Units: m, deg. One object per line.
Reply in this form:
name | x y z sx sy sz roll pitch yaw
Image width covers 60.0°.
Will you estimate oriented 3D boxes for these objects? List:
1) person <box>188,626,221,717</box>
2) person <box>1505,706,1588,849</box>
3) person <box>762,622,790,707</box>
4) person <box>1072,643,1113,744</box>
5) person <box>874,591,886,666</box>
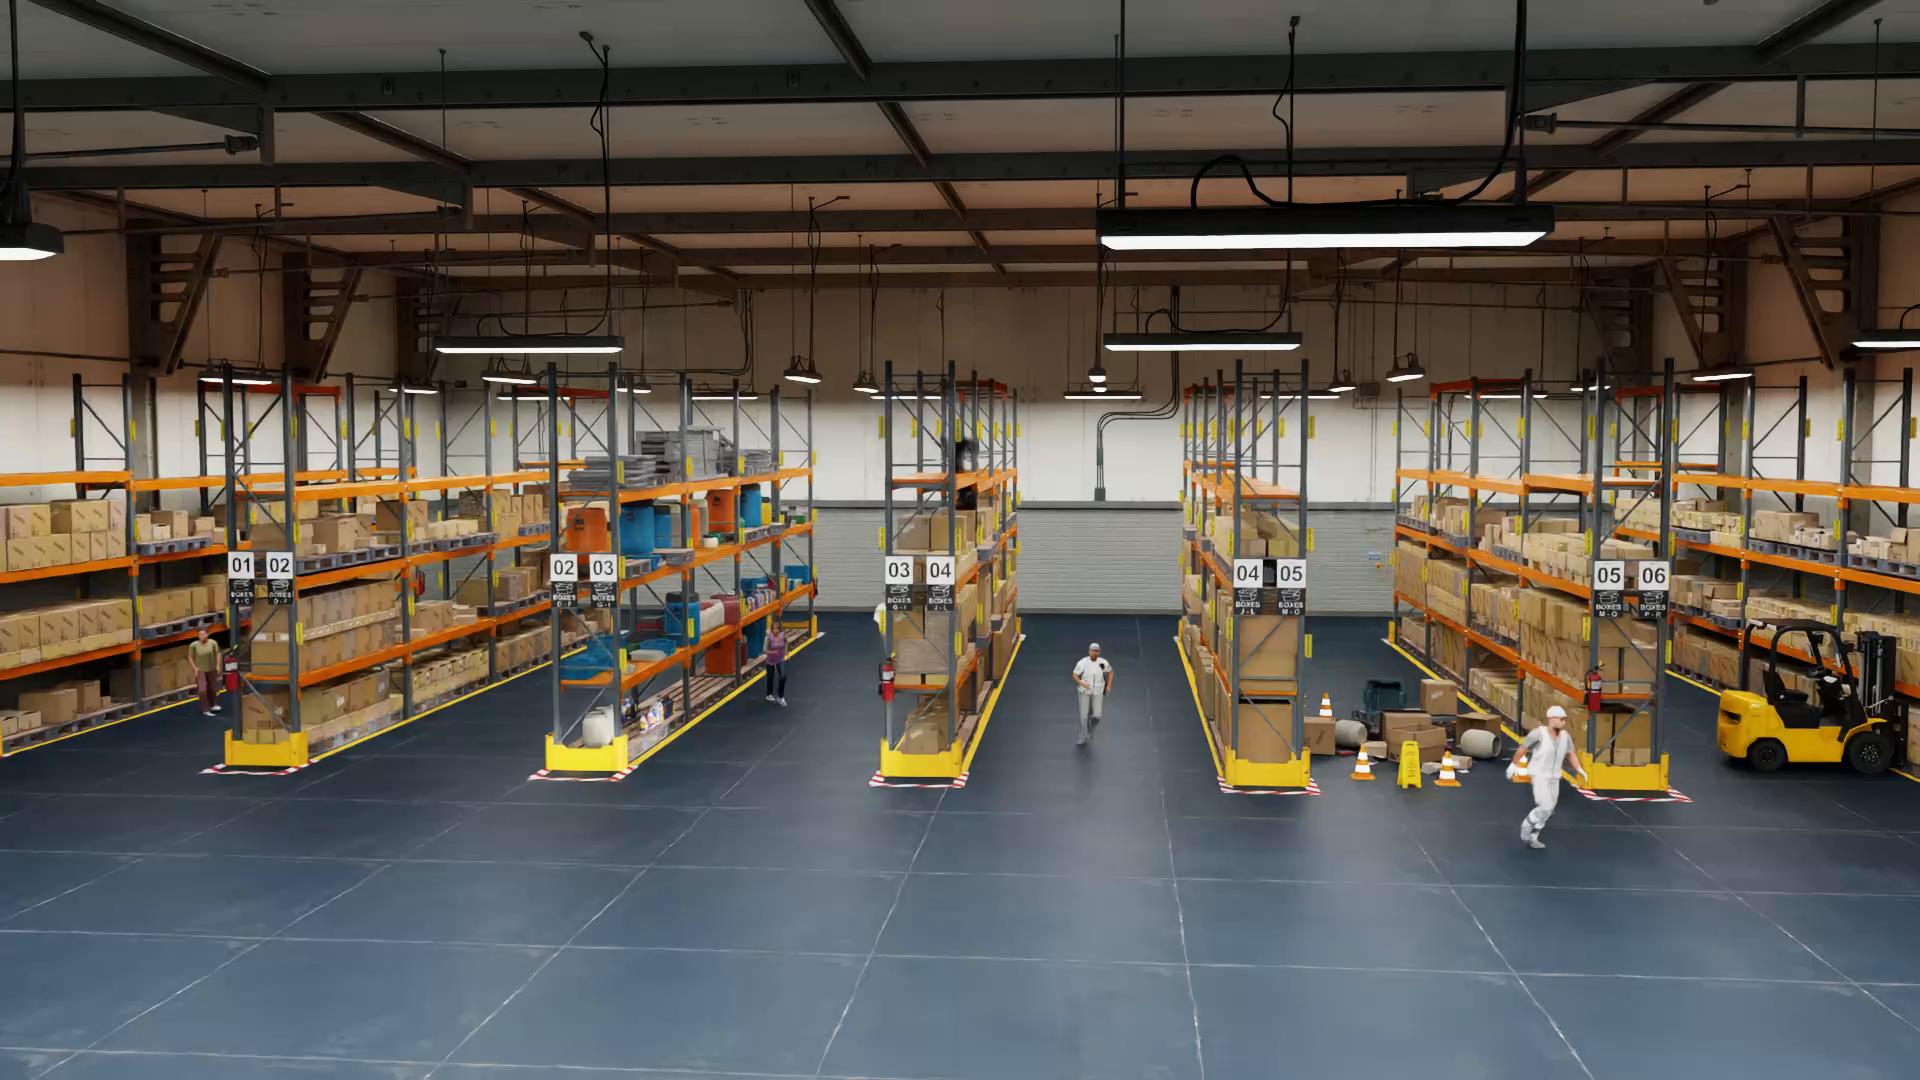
person | -13.268 2.293 29.213 0.589 1.613 0.740 -3 5 -39
person | 6.997 2.828 19.752 0.660 1.742 0.801 -1 4 -20
person | -3.350 2.243 30.244 0.547 1.552 0.899 -1 4 -18
person | 2.130 2.451 26.527 0.681 1.617 0.502 0 4 -2
person | -1.486 1.895 34.485 0.569 1.739 0.812 1 4 9
